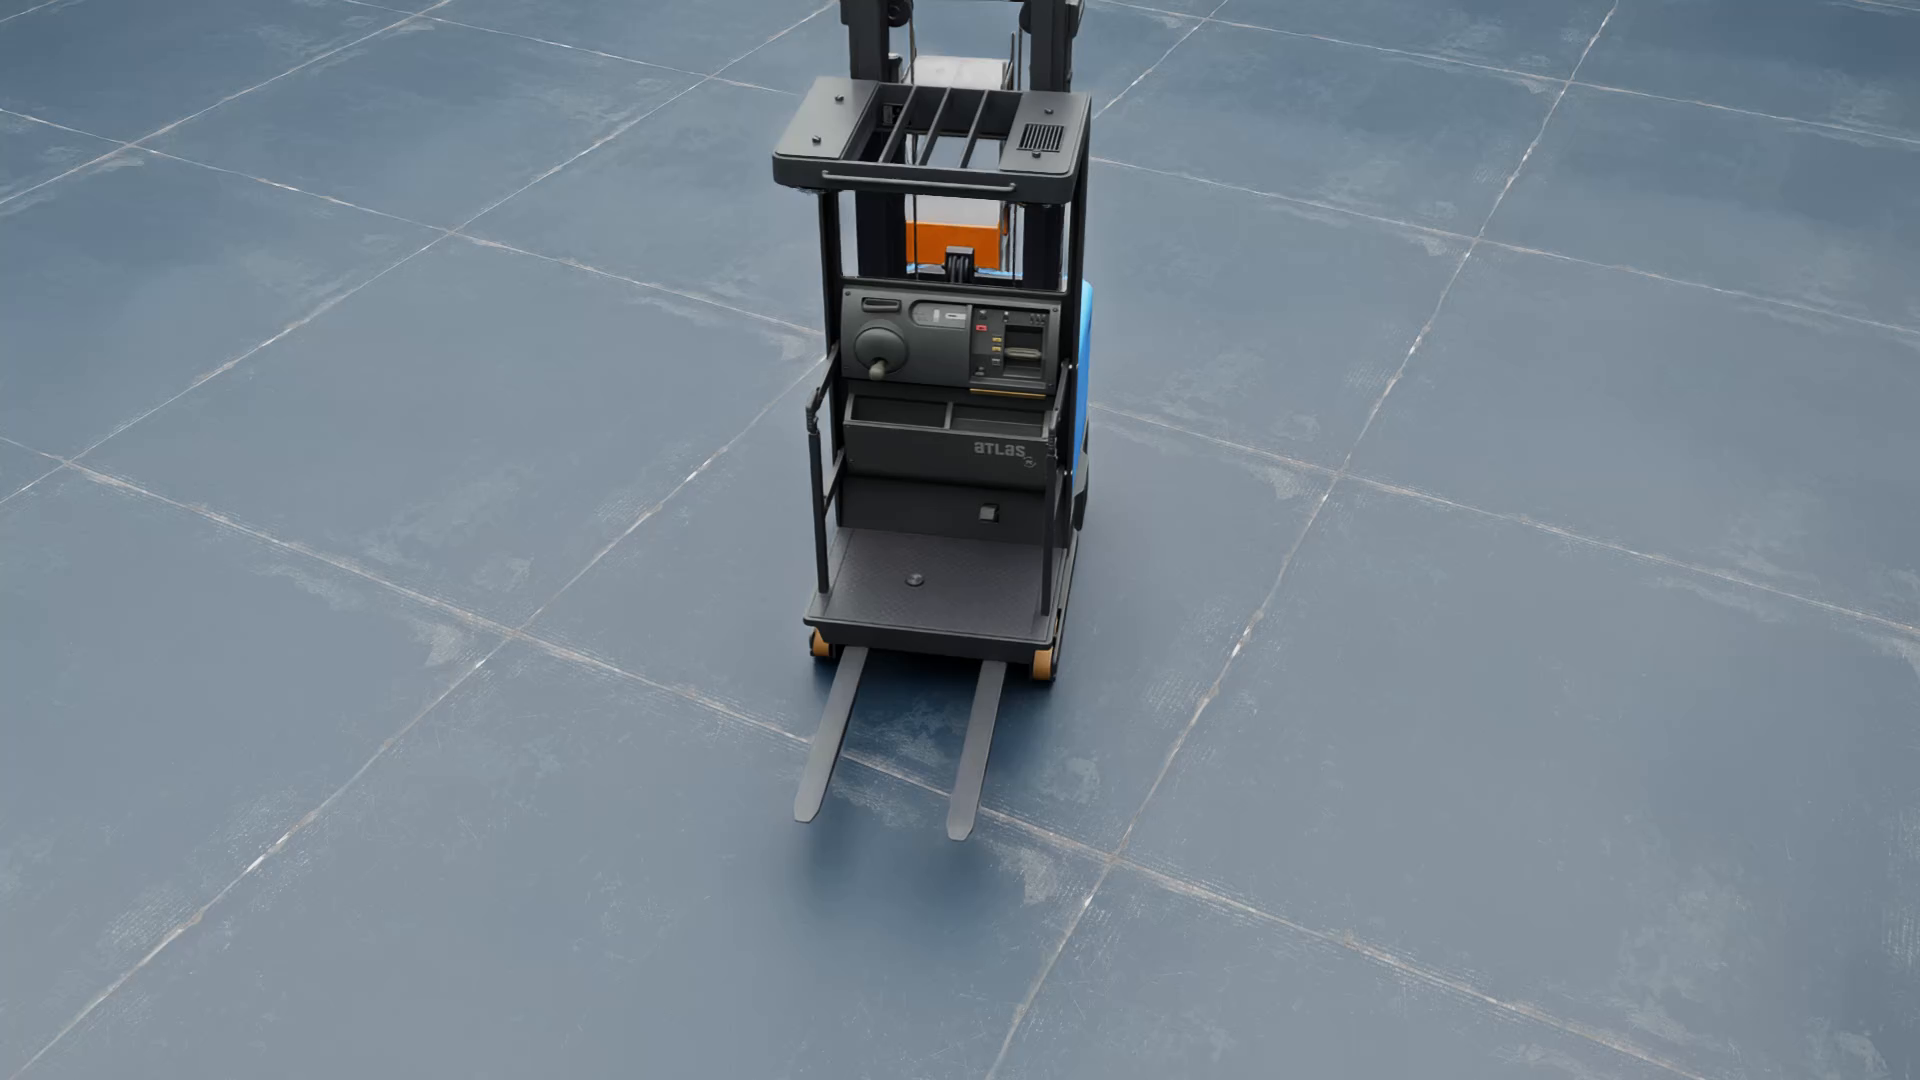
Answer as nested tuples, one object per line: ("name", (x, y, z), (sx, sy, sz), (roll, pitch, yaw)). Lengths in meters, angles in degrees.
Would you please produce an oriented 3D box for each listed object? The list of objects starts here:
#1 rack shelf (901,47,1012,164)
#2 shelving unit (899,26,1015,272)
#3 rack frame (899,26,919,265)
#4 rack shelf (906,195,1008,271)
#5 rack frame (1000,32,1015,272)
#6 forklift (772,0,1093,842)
("rack shelf", (-0.011, -2.057, 8.088), (0.480, 0.518, 0.431), (5, 37, 7))
("shelving unit", (-0.011, -1.510, 8.503), (0.503, 2.100, 0.431), (5, 37, 7))
("rack frame", (-0.252, -1.531, 8.531), (0.015, 2.100, 0.400), (5, 37, 7))
("rack shelf", (-0.011, -1.499, 8.511), (0.480, 0.518, 0.431), (5, 37, 7))
("rack frame", (0.231, -1.489, 8.475), (0.015, 2.100, 0.400), (5, 37, 7))
("forklift", (-0.074, -0.773, 6.845), (1.130, 2.935, 3.031), (6, 38, 7))
